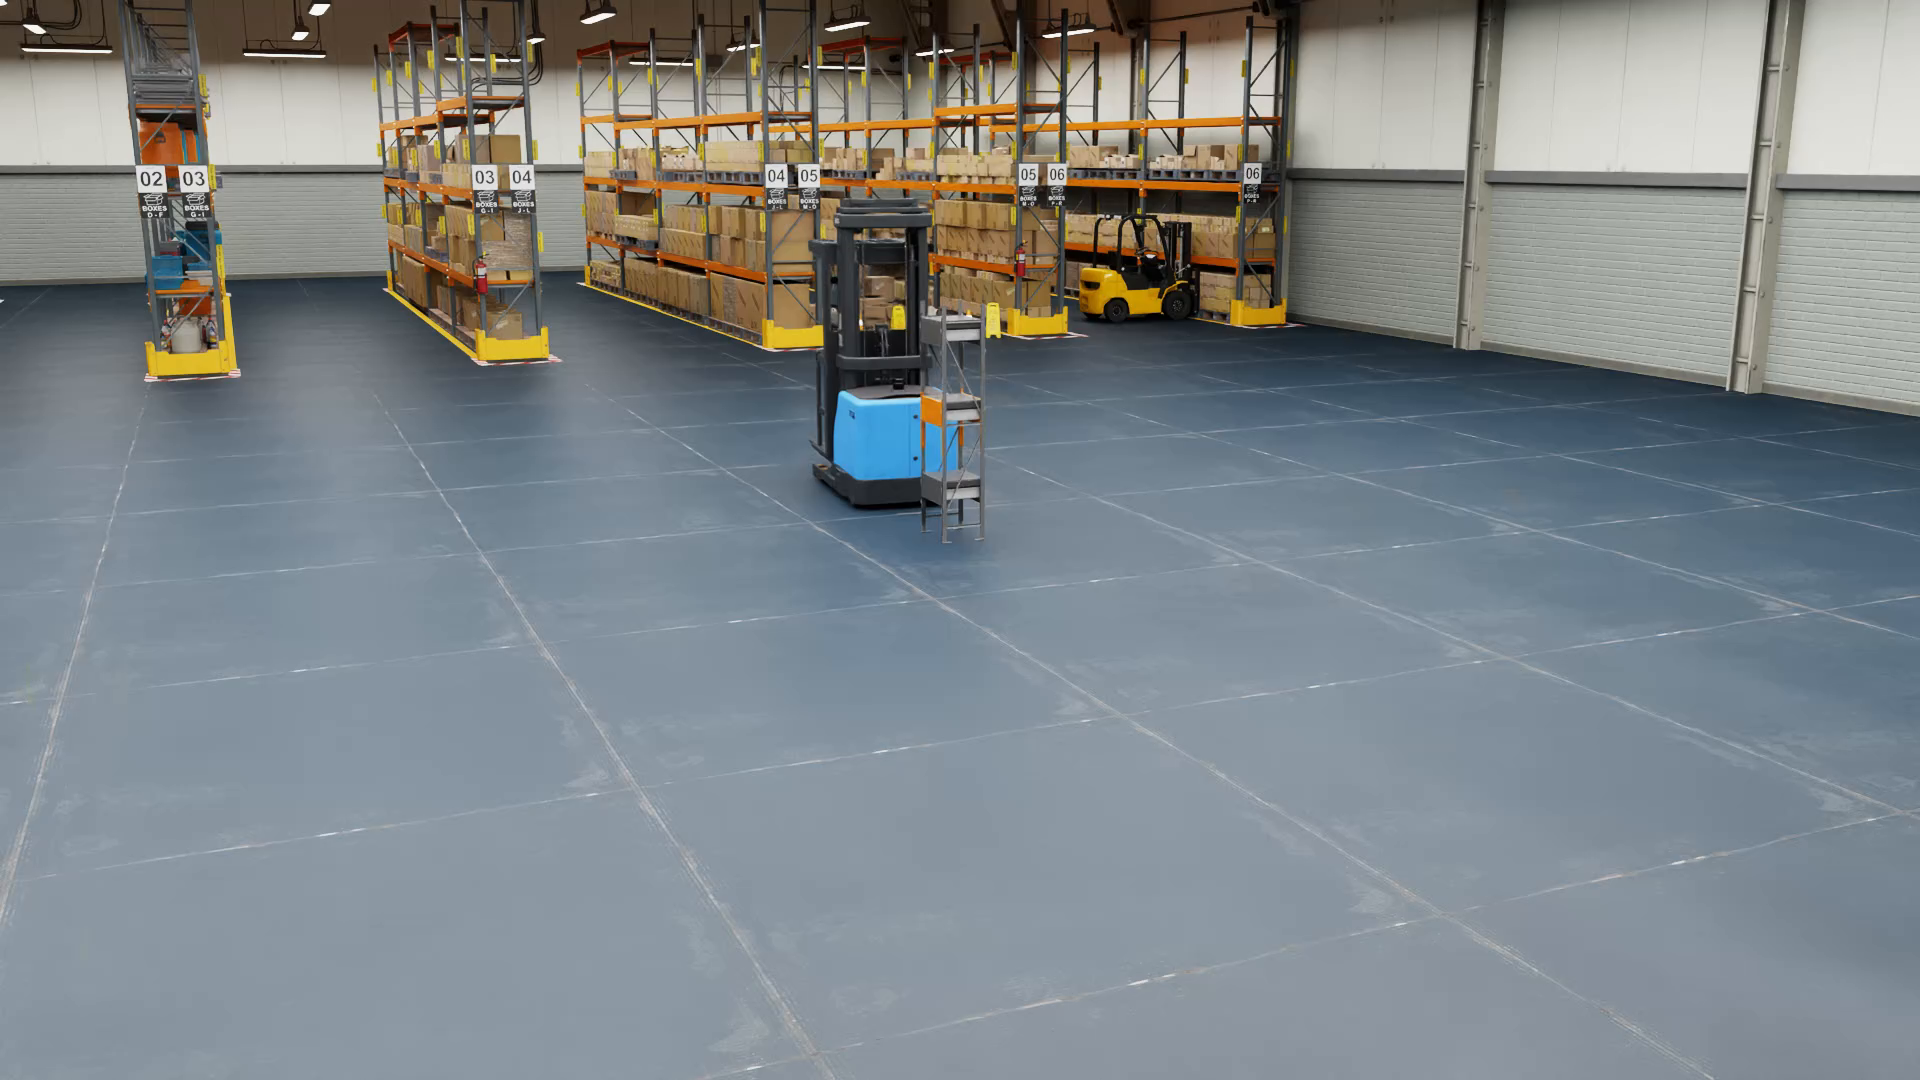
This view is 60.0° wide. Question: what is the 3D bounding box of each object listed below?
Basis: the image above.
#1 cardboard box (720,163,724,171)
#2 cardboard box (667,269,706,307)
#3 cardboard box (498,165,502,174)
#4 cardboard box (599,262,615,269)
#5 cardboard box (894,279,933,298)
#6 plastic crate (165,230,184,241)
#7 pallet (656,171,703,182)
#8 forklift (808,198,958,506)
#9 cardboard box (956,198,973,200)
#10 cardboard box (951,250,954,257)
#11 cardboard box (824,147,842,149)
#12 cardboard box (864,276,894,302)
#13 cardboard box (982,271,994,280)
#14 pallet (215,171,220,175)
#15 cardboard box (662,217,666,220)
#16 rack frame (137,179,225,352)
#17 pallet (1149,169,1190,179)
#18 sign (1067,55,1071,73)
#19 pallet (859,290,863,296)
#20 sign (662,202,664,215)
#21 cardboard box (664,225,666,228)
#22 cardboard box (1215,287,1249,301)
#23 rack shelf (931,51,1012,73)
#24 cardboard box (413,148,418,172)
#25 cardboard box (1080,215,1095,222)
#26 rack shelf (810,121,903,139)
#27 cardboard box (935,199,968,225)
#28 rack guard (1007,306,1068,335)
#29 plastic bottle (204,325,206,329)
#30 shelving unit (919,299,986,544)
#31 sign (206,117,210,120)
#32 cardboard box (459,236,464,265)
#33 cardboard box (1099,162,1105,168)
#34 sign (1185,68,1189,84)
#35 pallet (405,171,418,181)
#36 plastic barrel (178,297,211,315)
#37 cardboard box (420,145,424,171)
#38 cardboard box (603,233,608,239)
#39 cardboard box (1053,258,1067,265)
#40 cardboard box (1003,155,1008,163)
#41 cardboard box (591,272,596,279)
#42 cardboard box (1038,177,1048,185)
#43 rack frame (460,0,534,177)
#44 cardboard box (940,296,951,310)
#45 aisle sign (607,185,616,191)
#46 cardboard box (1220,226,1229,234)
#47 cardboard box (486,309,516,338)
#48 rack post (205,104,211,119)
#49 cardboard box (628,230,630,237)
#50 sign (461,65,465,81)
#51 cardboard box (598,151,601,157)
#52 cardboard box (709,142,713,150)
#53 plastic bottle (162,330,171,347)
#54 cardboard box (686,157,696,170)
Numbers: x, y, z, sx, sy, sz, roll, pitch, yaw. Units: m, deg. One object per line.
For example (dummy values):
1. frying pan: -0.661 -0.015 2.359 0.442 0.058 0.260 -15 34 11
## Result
1. cardboard box: -4.328 -7.067 31.503 0.380 0.149 0.250 -6 14 -24
2. cardboard box: -5.659 -5.411 35.656 1.050 0.750 0.750 -5 14 -22
3. cardboard box: -7.682 -6.301 28.237 0.380 0.149 0.250 -6 14 -24
4. cardboard box: -9.100 -7.083 42.892 0.380 0.149 0.250 -6 14 -26
5. cardboard box: -1.159 -5.740 37.914 0.950 0.372 0.625 -6 14 -24
6. plastic crate: -17.399 -6.656 36.878 0.392 0.384 0.575 -6 14 -23
7. pallet: -5.867 -7.858 35.936 1.213 0.211 1.003 -5 14 -20
8. forklift: -0.930 -2.051 17.230 1.130 2.935 3.031 -4 14 -17
9. cardboard box: 0.199 -9.196 45.961 0.500 0.500 0.500 -5 14 -22
10. cardboard box: 0.039 -5.942 34.450 0.380 0.149 0.250 -6 14 -23
11. cardboard box: -3.324 -9.815 42.599 0.500 0.500 0.500 -5 14 -22
12. cardboard box: -1.695 -5.243 34.734 0.500 0.500 0.500 -6 14 -23
13. cardboard box: 0.660 -5.242 32.933 0.380 0.149 0.250 -5 14 -22
14. pallet: -16.496 -7.785 35.621 1.213 0.211 1.003 -6 14 -23
15. cardboard box: -6.709 -7.373 38.382 0.380 0.149 0.250 -5 14 -21
16. rack frame: -12.093 -4.090 25.888 1.000 3.000 0.127 -6 14 -23
17. pallet: 4.835 -7.952 36.120 1.003 0.211 1.213 -6 14 -23
18. sign: 2.023 -8.897 31.109 0.100 0.325 0.005 -6 14 -23
19. pallet: -1.926 -5.896 39.877 1.003 0.211 1.213 -6 14 -23
20. sign: -7.269 -8.058 40.467 0.100 0.325 0.005 -6 14 -23
21. cardboard box: -6.604 -7.176 38.191 0.380 0.149 0.250 -6 14 -23
22. cardboard box: 5.591 -5.062 34.147 0.500 0.250 0.500 -6 14 -24
23. rack shelf: 0.464 -12.965 45.156 1.077 0.370 4.000 -6 14 -23
24. cardboard box: -11.496 -8.194 35.818 0.500 0.500 0.500 -5 14 -20
25. cardboard box: 3.076 -7.648 39.600 0.380 0.149 0.250 -5 14 -22
26. rack shelf: -2.480 -9.876 40.064 1.077 0.370 4.000 -6 14 -23
27. cardboard box: -0.099 -6.829 34.624 0.700 0.500 0.500 -6 14 -24
28. rack guard: 1.495 -4.230 32.038 1.175 0.500 0.348 -6 14 -23
29. plastic bottle: -13.050 -3.579 28.730 0.061 0.283 0.133 -6 14 -23
30. shelving unit: -0.066 -1.057 14.781 0.431 2.100 0.503 -6 14 -23
31. sign: -18.004 -10.214 39.759 0.100 0.325 0.005 -6 14 -23
32. cardboard box: -8.410 -5.151 29.591 0.875 0.500 0.500 -6 14 -23
33. cardboard box: 3.442 -8.659 38.382 0.380 0.149 0.250 -6 14 -24
34. sign: 4.988 -10.208 36.594 0.100 0.325 0.005 -6 14 -23
35. pallet: -11.516 -7.918 36.196 1.003 0.211 1.213 -5 14 -20
36. plastic barrel: -15.509 -4.989 33.656 0.600 0.830 0.708 -6 14 -23
37. cardboard box: -10.607 -7.718 33.582 0.500 0.500 0.500 -6 14 -23
38. cardboard box: -8.797 -7.675 41.937 0.380 0.149 0.250 -5 14 -22
39. cardboard box: 2.438 -6.916 41.273 0.380 0.149 0.250 -6 14 -26
40. cardboard box: 1.052 -7.260 31.720 0.380 0.149 0.250 -5 14 -22
41. cardboard box: -9.462 -6.948 43.630 0.380 0.149 0.250 -5 14 -22
42. cardboard box: 1.690 -6.869 31.801 0.380 0.149 0.250 -6 14 -23
43. rack frame: -7.554 -7.460 27.144 1.000 3.000 0.127 -6 14 -23
44. cardboard box: -0.088 -4.977 34.889 0.500 0.250 0.500 -6 14 -26
45. aisle sign: -9.133 -9.578 43.838 0.394 0.787 0.004 -6 14 -23
46. cardboard box: 5.547 -6.342 33.961 0.380 0.149 0.250 -5 14 -22
47. cardboard box: -8.060 -3.775 29.139 0.500 0.500 0.500 -2 13 -8
48. rack post: -15.972 -8.841 34.222 0.937 0.300 0.954 -4 14 -17
49. cardboard box: -7.512 -7.133 38.664 0.380 0.149 0.250 -6 14 -24
50. sign: -10.266 -9.657 34.392 0.100 0.325 0.005 -6 14 -23
51. cardboard box: -8.814 -9.625 41.490 0.380 0.149 0.250 -6 14 -24
52. cardboard box: -4.634 -7.613 32.093 0.380 0.149 0.250 -6 14 -23
53. plastic bottle: -13.306 -3.371 27.849 0.152 0.276 0.135 -6 14 -23
54. cardboard box: -5.268 -7.667 33.873 0.500 0.250 0.500 -6 14 -23
